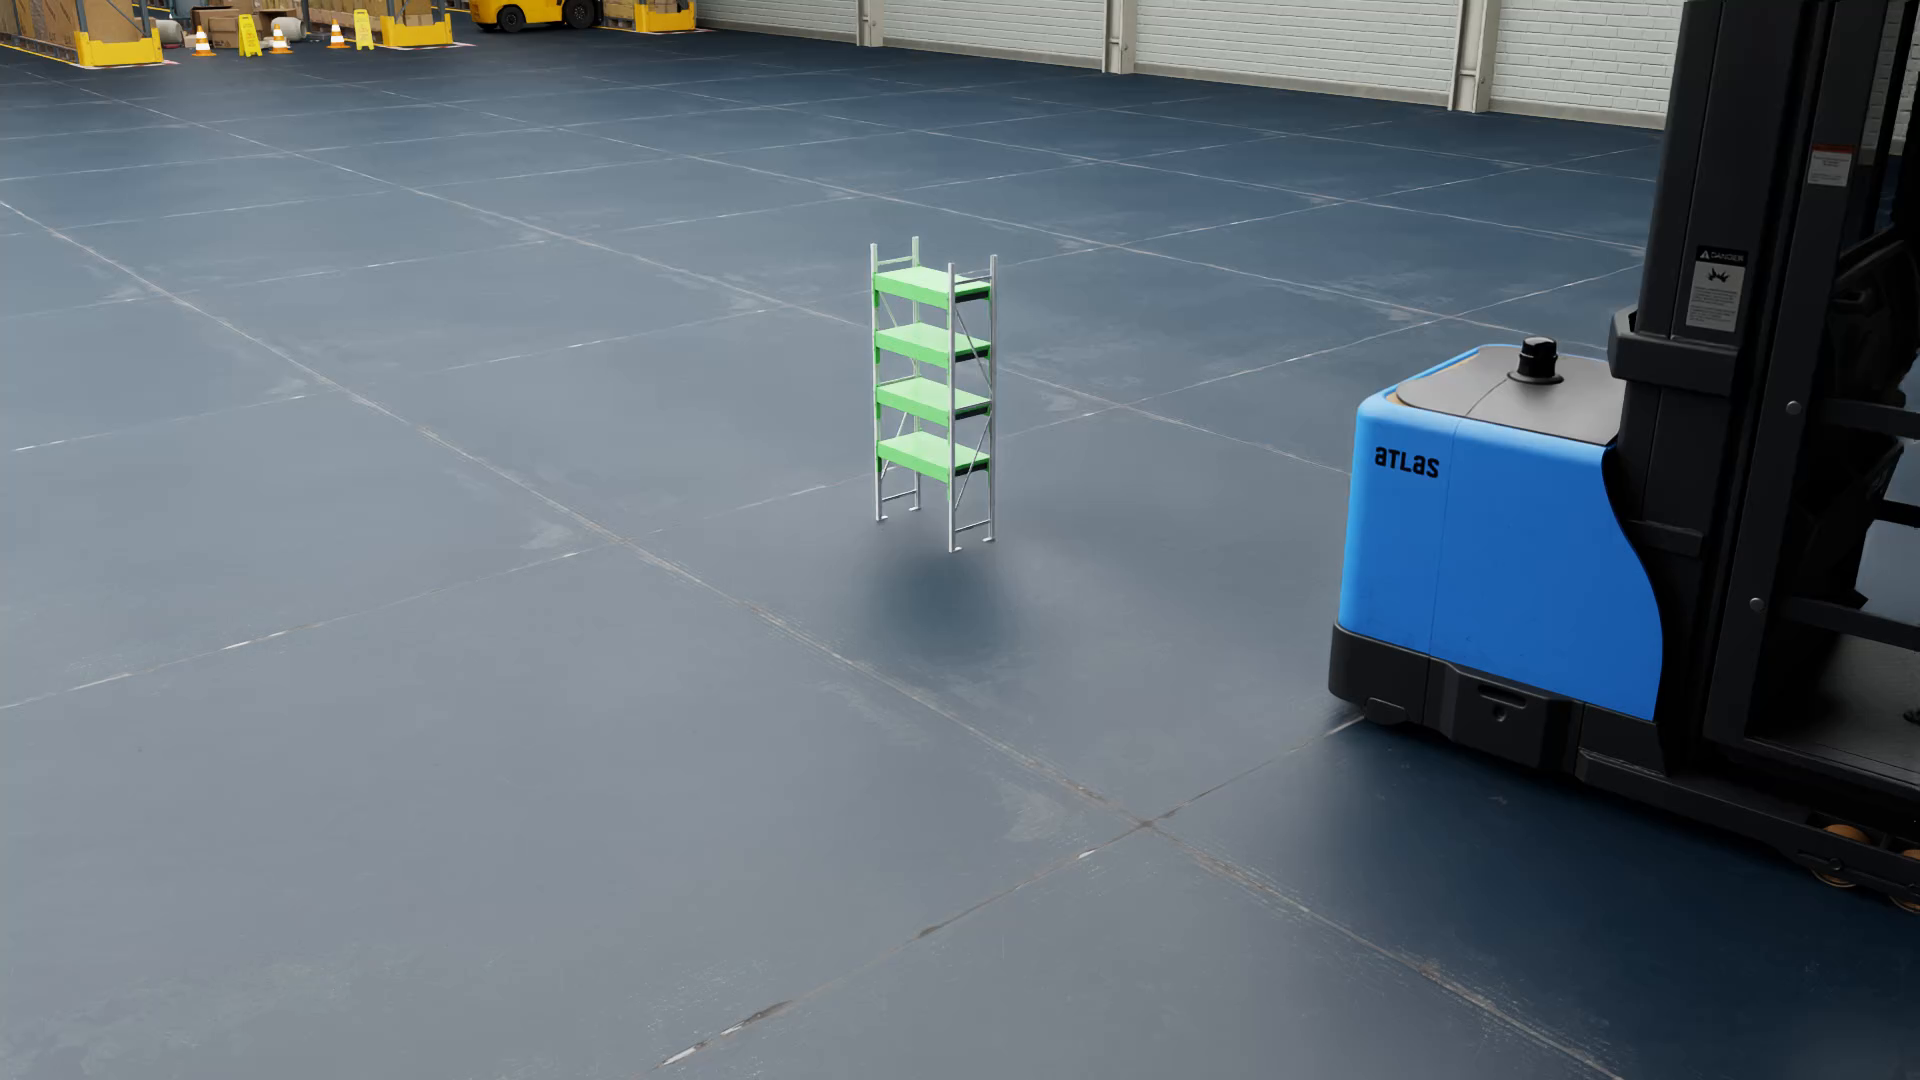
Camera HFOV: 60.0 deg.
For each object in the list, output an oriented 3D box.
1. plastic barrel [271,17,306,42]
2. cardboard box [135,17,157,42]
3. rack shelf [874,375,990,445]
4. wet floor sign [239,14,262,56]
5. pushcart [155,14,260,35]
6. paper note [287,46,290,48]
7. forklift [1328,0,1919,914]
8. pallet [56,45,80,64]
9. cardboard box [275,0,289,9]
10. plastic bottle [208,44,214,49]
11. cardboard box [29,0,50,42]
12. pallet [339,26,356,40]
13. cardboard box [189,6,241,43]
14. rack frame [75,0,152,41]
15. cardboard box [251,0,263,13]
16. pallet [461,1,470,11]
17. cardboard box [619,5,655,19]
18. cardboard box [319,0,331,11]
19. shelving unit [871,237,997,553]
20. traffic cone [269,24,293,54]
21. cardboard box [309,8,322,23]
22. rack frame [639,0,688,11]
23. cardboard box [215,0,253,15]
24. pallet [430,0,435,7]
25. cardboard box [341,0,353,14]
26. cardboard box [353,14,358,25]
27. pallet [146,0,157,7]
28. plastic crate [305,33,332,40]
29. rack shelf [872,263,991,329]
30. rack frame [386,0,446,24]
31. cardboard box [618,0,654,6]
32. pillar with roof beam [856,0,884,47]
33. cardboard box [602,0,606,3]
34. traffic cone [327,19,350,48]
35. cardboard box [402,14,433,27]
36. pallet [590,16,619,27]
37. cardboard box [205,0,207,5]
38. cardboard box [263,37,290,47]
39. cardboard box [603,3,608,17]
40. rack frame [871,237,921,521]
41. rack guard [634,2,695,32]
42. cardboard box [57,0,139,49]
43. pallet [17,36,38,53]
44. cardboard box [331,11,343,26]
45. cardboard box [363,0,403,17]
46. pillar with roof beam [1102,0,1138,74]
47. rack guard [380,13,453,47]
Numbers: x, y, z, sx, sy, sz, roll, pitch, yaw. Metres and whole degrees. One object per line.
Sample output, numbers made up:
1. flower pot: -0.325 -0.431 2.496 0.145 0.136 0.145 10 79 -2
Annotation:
1. plastic barrel: -11.957 -9.093 29.620 0.512 0.421 0.421 0 21 -1
2. cardboard box: -13.966 -8.634 28.339 0.500 0.500 0.500 -12 25 -28
3. rack shelf: -0.108 -0.545 6.905 0.258 0.148 0.480 -17 27 -37
4. wet floor sign: -11.627 -8.243 27.146 0.232 0.644 0.267 17 27 36
5. pushcart: -13.767 -9.410 30.492 0.936 0.377 1.648 12 24 27
6. paper note: -11.587 -8.488 28.612 0.142 0.019 0.148 12 24 27
7. forklift: 2.673 -0.585 4.460 3.031 2.935 1.130 17 27 37
8. pallet: -13.727 -7.780 26.559 1.003 0.211 1.213 -17 27 -37
9. cardboard box: -12.889 -10.502 32.711 0.950 0.372 0.625 -15 26 -34
10. plastic bottle: -12.933 -8.458 28.495 0.283 0.061 0.133 12 24 27
11. cardboard box: -14.808 -8.749 27.547 0.875 0.875 0.875 -17 27 -37
12. pallet: -10.807 -9.375 30.631 1.003 0.211 1.213 -17 27 -37
13. cardboard box: -13.143 -9.122 29.399 0.797 0.637 0.503 -17 27 -37
14. rack frame: -13.146 -8.876 25.534 1.000 3.000 0.127 -17 27 -37
15. cardboard box: -13.835 -10.904 33.739 0.950 0.372 0.625 -18 28 -38
16. pallet: -10.418 -11.940 37.180 1.003 0.211 1.213 -17 27 -37
17. cardboard box: -6.250 -10.235 32.197 0.500 0.250 0.500 -17 27 -37
18. cardboard box: -11.534 -10.080 30.773 0.500 0.500 0.500 -16 27 -35
19. shelving unit: -0.108 -0.604 6.882 0.258 1.200 0.503 -17 27 -37
20. traffic cone: -11.339 -8.355 27.681 0.336 0.463 0.334 -17 27 -37
21. cardboard box: -11.892 -9.876 31.280 0.500 0.250 0.500 -19 28 -40
22. rack frame: -5.704 -11.265 31.633 1.000 3.000 0.127 -17 27 -37
23. cardboard box: -13.402 -9.944 30.650 0.500 0.500 0.500 -17 27 -37
24. pallet: -12.177 -12.729 39.195 1.003 0.211 1.213 -17 27 -37
25. cardboard box: -10.850 -9.791 30.035 0.500 0.500 0.500 -18 28 -39
26. cardboard box: -10.525 -9.302 29.815 0.500 0.250 0.500 -17 27 -37
27. pallet: -18.532 -12.666 39.032 1.003 0.211 1.213 -17 27 -37
28. plastic crate: -11.669 -9.199 30.362 0.583 0.080 0.402 12 24 27
29. rack shelf: -0.108 -0.992 6.730 0.258 0.148 0.480 -17 27 -37
30. rack frame: -9.462 -10.083 28.614 1.000 3.000 0.127 -17 27 -37
31. cardboard box: -6.258 -10.473 32.120 0.500 0.250 0.500 -18 28 -38
32. pillar with roof beam: -4.820 -11.783 24.729 9.100 9.000 0.400 -17 27 -37
33. cardboard box: -6.930 -10.752 32.832 0.500 0.250 0.500 -18 28 -39
34. traffic cone: -10.720 -8.713 28.596 0.336 0.463 0.334 -17 27 -37
35. cardboard box: -9.779 -9.287 29.776 0.500 0.250 0.500 -18 28 -38
36. pallet: -7.027 -10.505 33.516 1.003 0.211 1.213 -17 27 -37
37. cardboard box: -16.234 -12.204 36.368 0.875 0.875 0.875 -16 27 -36
38. cardboard box: -11.847 -8.636 28.830 0.380 0.149 0.250 -4 22 -10
39. cardboard box: -6.887 -10.515 32.912 0.500 0.250 0.500 -17 27 -37
40. rack frame: -0.267 -0.672 7.054 0.240 1.200 0.015 -17 27 -37
41. rack guard: -5.688 -10.095 32.072 1.175 0.500 0.348 -17 27 -37
42. cardboard box: -13.638 -8.254 26.283 0.875 0.875 0.875 -17 27 -37
43. pallet: -15.320 -8.454 28.280 1.003 0.211 1.213 -17 27 -37
44. cardboard box: -11.187 -9.585 30.537 0.500 0.250 0.500 -18 28 -38
45. cardboard box: -10.182 -9.506 29.308 0.500 0.500 0.500 -17 27 -37
46. pillar with roof beam: -0.904 -10.125 20.497 9.100 9.000 0.400 -17 27 -37
47. rack guard: -9.511 -8.940 29.123 1.175 0.500 0.348 -17 27 -37
